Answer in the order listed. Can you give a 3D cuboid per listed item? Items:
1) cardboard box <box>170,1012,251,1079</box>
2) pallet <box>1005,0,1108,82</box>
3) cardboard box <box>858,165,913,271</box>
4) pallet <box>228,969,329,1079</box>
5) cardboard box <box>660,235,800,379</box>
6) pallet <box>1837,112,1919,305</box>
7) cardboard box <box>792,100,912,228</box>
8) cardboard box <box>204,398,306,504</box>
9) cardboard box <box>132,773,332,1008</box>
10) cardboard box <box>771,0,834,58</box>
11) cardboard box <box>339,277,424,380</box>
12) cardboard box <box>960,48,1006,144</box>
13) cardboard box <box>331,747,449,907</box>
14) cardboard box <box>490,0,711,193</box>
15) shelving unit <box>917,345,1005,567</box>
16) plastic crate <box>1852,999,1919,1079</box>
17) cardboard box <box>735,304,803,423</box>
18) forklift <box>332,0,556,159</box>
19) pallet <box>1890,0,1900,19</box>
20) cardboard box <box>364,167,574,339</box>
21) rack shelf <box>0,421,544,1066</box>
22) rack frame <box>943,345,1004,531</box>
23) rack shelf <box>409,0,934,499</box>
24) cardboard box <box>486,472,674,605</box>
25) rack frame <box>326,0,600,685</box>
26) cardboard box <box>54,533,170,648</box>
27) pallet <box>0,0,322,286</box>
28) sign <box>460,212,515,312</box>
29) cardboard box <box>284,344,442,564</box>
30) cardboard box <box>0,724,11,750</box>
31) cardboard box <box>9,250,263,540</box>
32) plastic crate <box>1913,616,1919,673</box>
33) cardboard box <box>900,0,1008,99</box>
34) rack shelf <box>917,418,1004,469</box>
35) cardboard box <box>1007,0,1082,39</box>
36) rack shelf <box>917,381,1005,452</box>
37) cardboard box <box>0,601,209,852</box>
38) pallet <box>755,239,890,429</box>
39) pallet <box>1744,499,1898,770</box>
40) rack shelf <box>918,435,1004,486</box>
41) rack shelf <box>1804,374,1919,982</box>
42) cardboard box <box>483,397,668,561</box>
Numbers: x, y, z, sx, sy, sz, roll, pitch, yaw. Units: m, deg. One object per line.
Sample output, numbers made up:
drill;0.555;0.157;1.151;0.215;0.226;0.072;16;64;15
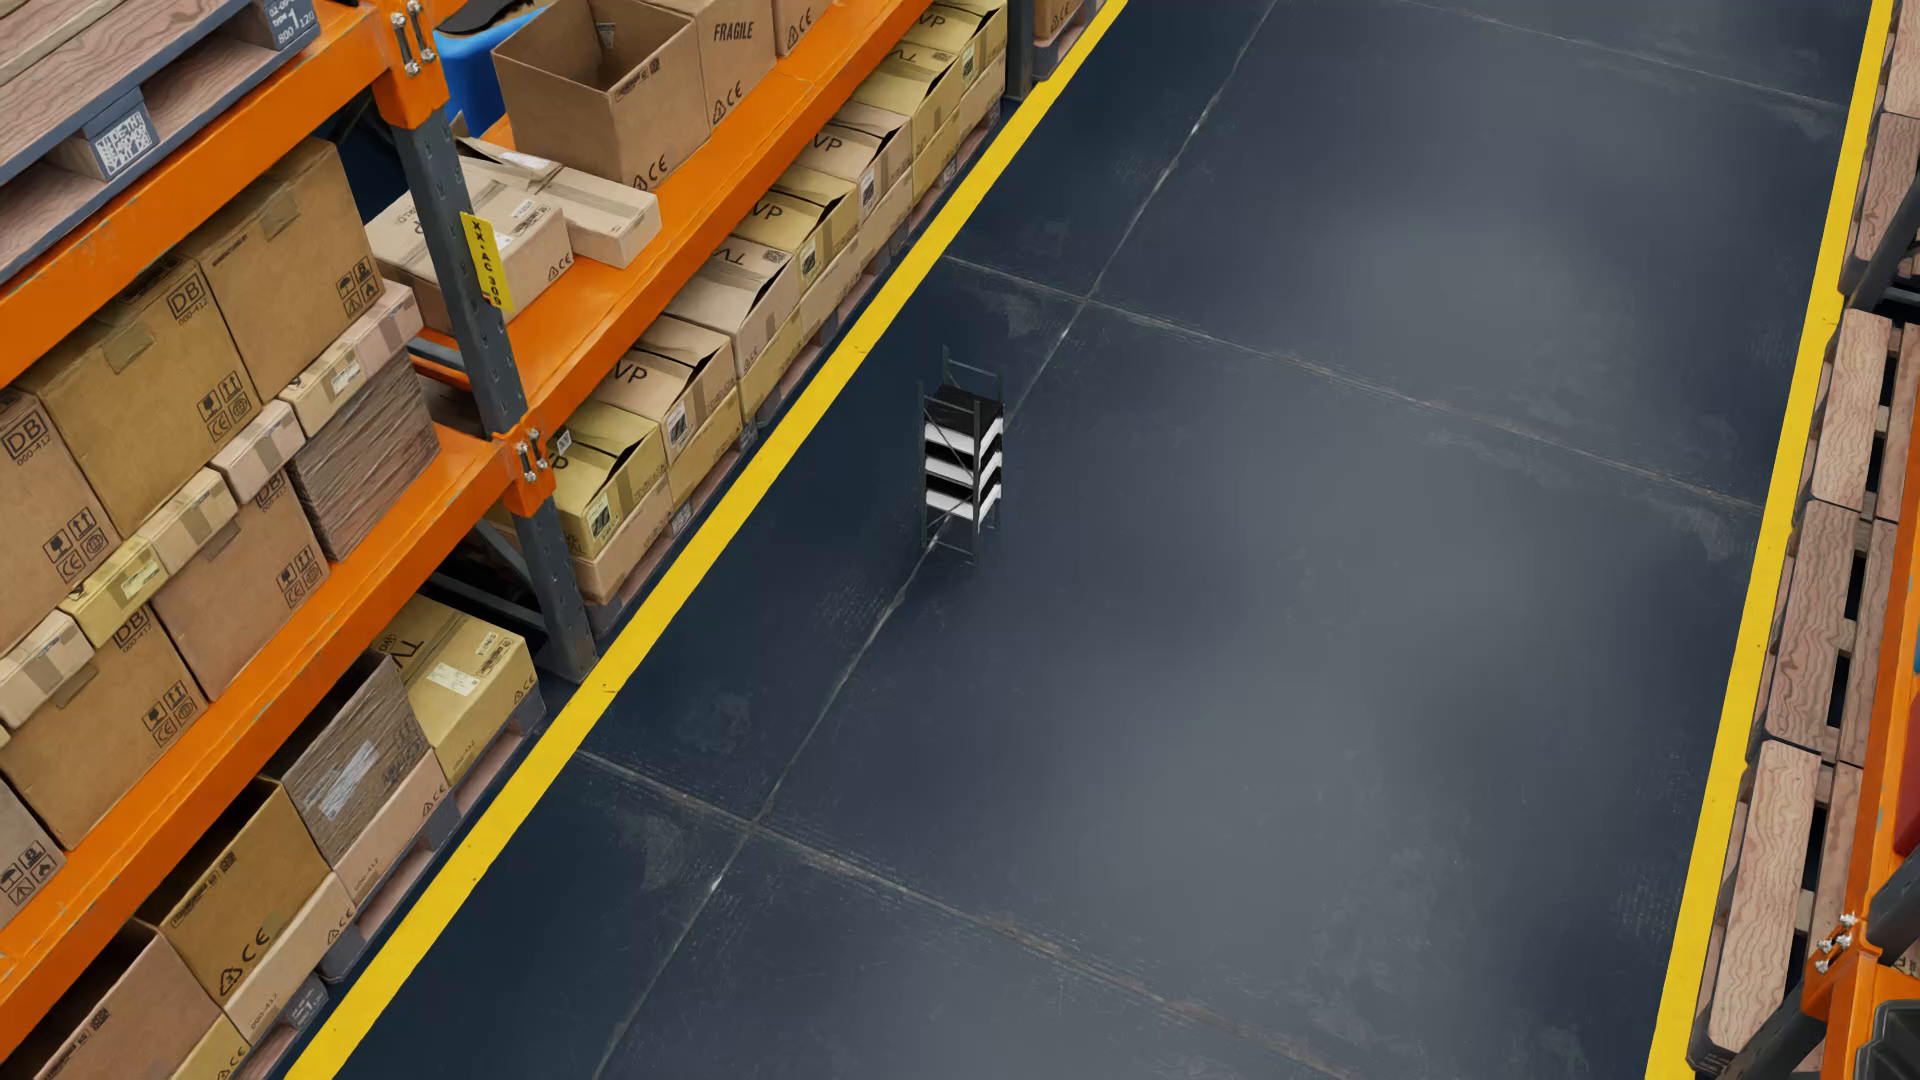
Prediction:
cardboard box;-2.454;1.536;4.818;0.500;0.250;0.500;20;52;16
pallet;0.244;-2.997;8.977;1.003;0.211;1.213;20;52;16
cardboard box;-0.548;-1.501;7.402;0.500;0.250;0.500;21;53;17
pallet;-2.715;1.637;5.034;1.003;0.211;1.213;20;52;16
cardboard box;-0.977;-0.974;6.586;0.500;0.311;0.500;18;52;15
pallet;4.667;-1.437;7.649;1.003;0.211;1.213;20;52;16
cardboard box;-0.544;-1.678;7.185;0.500;0.311;0.500;19;52;16
cardboard box;-1.957;-0.279;4.342;0.380;0.149;0.250;18;52;15
cardboard box;-2.252;0.944;4.829;0.500;0.500;0.500;20;52;16
cardboard box;-0.811;-2.270;6.462;0.500;0.500;0.500;17;52;14
cardboard box;-1.740;-0.630;4.640;0.380;0.149;0.250;20;52;16
cardboard box;-0.113;-2.202;7.999;0.500;0.250;0.500;21;53;17
cardboard box;-2.041;0.842;5.409;0.500;0.250;0.500;20;52;16
cardboard box;-1.250;-1.563;5.860;0.500;0.500;0.500;23;53;19
shelving unit;0.003;-0.297;6.227;0.258;0.900;0.210;20;52;16
plastic crate;2.321;1.309;3.522;0.767;0.338;0.504;20;52;16
cardboard box;-0.983;-0.796;6.802;0.500;0.250;0.500;18;52;15
forklift;-2.699;-3.374;7.512;1.130;2.935;3.031;-33;57;-25
pallet;5.710;-3.117;9.079;1.003;0.211;1.213;20;52;16
cardboard box;-1.647;-0.949;5.501;0.500;0.250;0.500;23;53;18
rack shelf;-2.672;0.966;4.246;1.077;0.370;4.000;20;52;16
rack frame;0.047;-0.367;6.287;0.240;0.900;0.006;20;52;16
rack shelf;-0.963;-1.788;6.590;1.077;0.370;4.000;20;52;16
cardboard box;-1.421;-0.086;6.199;0.500;0.250;0.500;19;52;15
rack frame;-1.818;-0.644;5.144;1.000;3.000;0.127;20;52;16
cardboard box;-2.176;0.070;4.044;0.380;0.149;0.250;20;52;16
pallet;-2.159;-0.992;3.528;1.003;0.211;1.213;20;52;16
sign;-1.315;-0.771;4.631;0.100;0.325;0.005;20;52;16
cardboard box;-2.002;-0.369;4.844;0.700;0.500;0.500;19;52;15
cardboard box;-2.395;0.428;3.740;0.380;0.149;0.250;21;53;17
cardboard box;-2.216;-0.441;4.053;0.700;0.500;0.500;20;52;16
plastic crate;2.849;0.114;4.509;0.392;0.384;0.575;20;52;16
cardboard box;-0.110;-2.385;7.786;0.500;0.311;0.500;21;53;17
rack shelf;0.003;-0.392;6.115;0.258;0.077;0.200;20;52;16
cardboard box;0.344;-2.952;8.460;0.500;0.500;0.500;22;53;18
rack shelf;0.003;-0.451;6.047;0.258;0.077;0.200;20;52;16
cardboard box;-2.439;0.340;4.240;0.700;0.500;0.500;21;53;17
pallet;-1.018;-1.104;7.366;1.003;0.211;1.213;20;52;16
pallet;3.480;0.477;6.021;1.003;0.211;1.213;20;52;16
rack shelf;0.003;-0.334;6.184;0.258;0.077;0.200;20;52;16
rack shelf;3.514;-0.174;5.216;1.077;0.370;4.000;20;52;16
cardboard box;-1.416;-0.275;5.991;0.500;0.311;0.500;20;52;16
